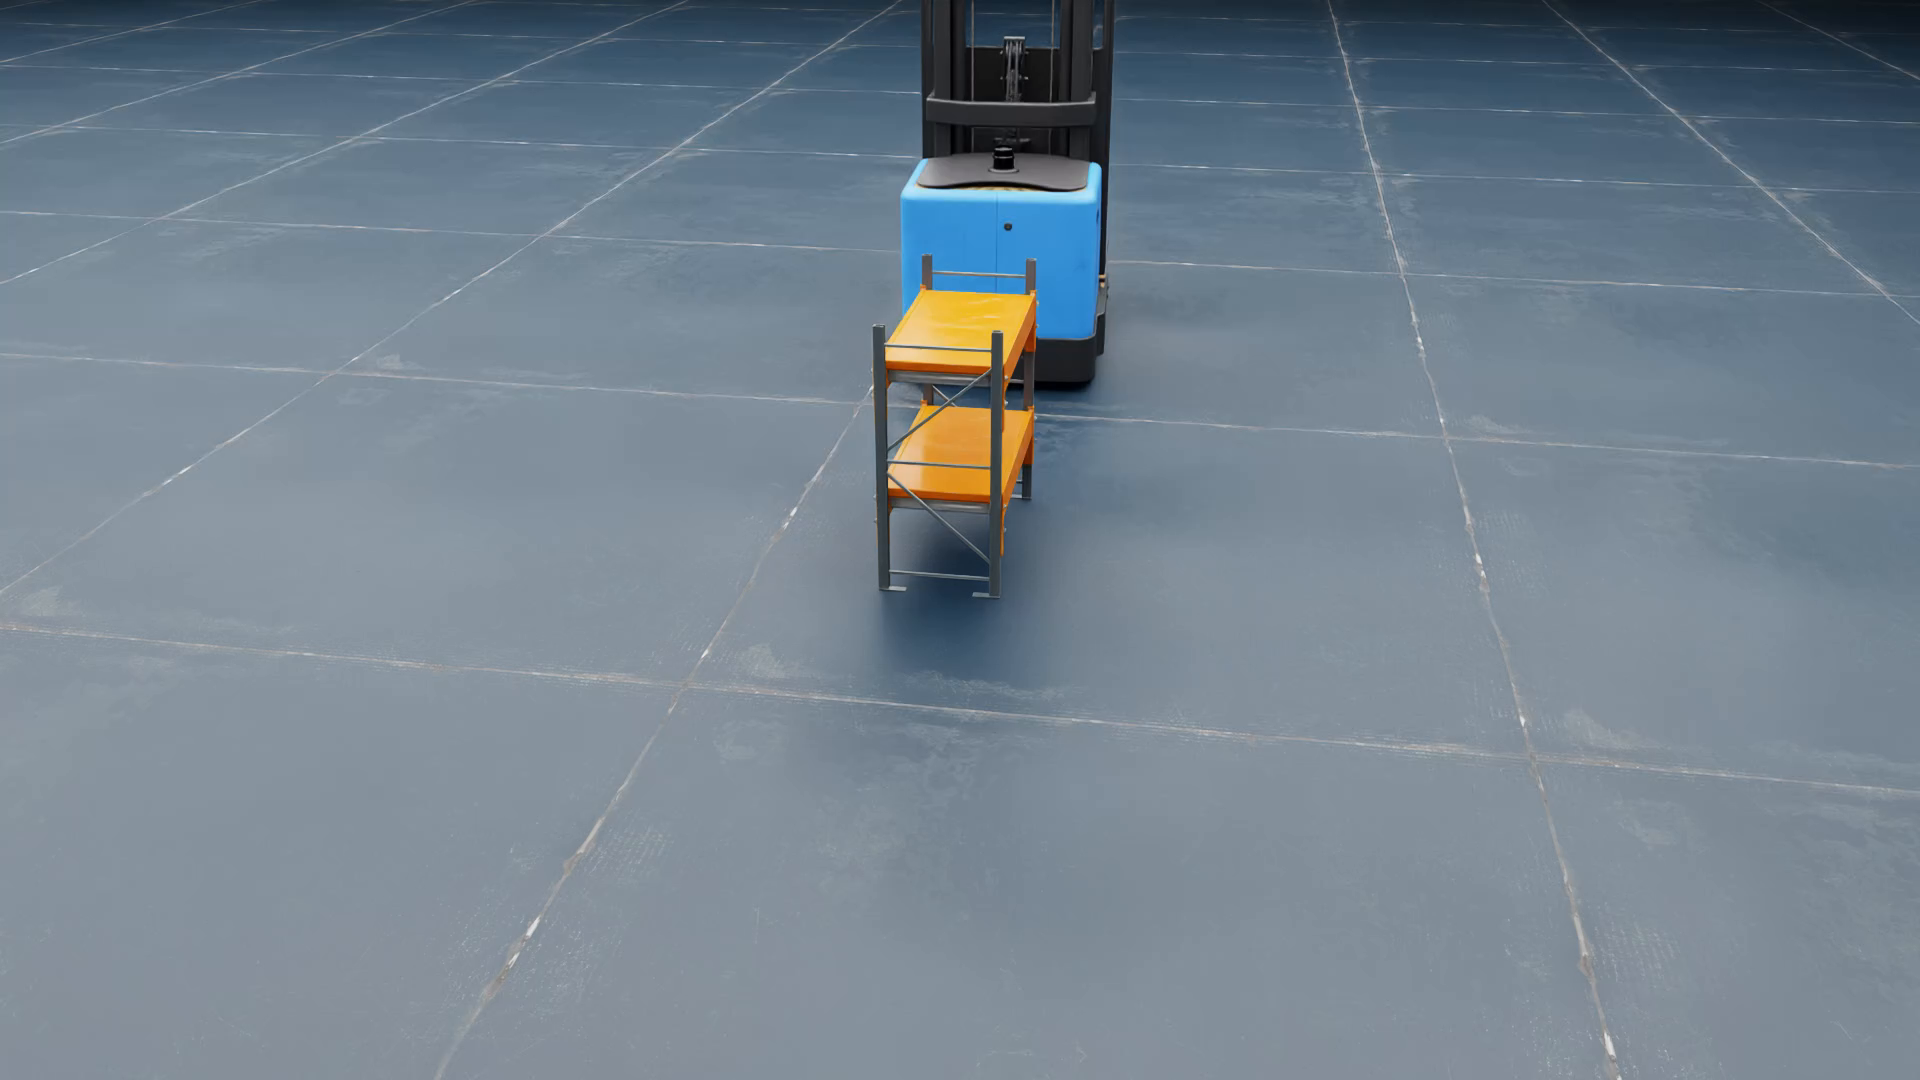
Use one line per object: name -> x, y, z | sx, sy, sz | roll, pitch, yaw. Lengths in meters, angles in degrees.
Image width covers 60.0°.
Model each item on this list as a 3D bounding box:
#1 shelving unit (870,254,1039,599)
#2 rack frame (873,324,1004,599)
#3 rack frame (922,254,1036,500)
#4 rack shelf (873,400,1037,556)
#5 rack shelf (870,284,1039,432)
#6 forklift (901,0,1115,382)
shelving unit -> -0.001, -0.507, 7.005 | 0.538, 1.125, 1.048 | 4, 25, 9
rack frame -> -0.084, -0.294, 6.551 | 0.500, 1.125, 0.032 | 4, 25, 9
rack frame -> 0.082, -0.719, 7.460 | 0.500, 1.125, 0.032 | 4, 25, 9
rack shelf -> -0.001, -0.285, 7.109 | 0.538, 0.278, 1.000 | 4, 25, 9
rack shelf -> -0.001, -0.772, 6.881 | 0.538, 0.278, 1.000 | 4, 25, 9
forklift -> 0.351, -2.760, 9.689 | 1.130, 2.935, 3.031 | 3, 25, 6
